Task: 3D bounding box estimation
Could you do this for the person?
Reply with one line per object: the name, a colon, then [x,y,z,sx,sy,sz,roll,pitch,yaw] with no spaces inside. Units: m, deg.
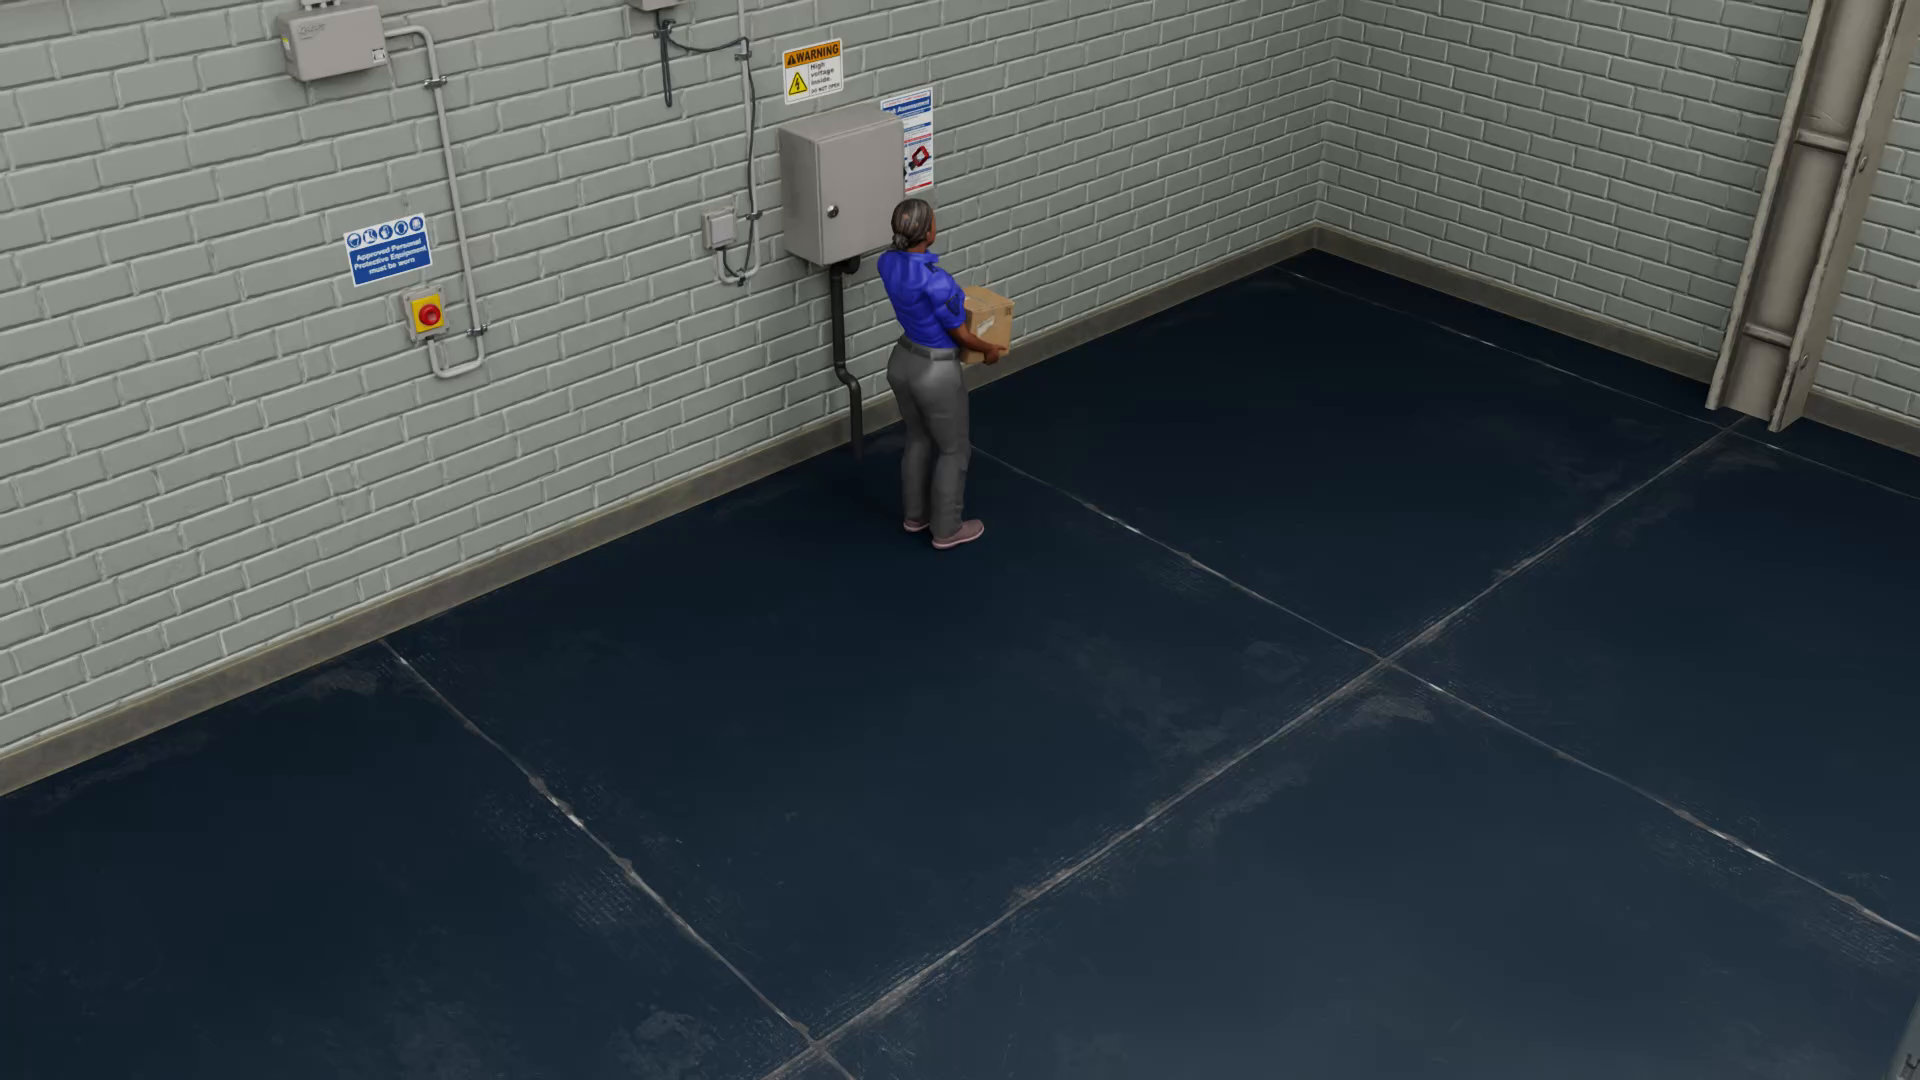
person: [-0.080,-0.743,7.343,0.518,1.650,0.451,-25,40,-34]
